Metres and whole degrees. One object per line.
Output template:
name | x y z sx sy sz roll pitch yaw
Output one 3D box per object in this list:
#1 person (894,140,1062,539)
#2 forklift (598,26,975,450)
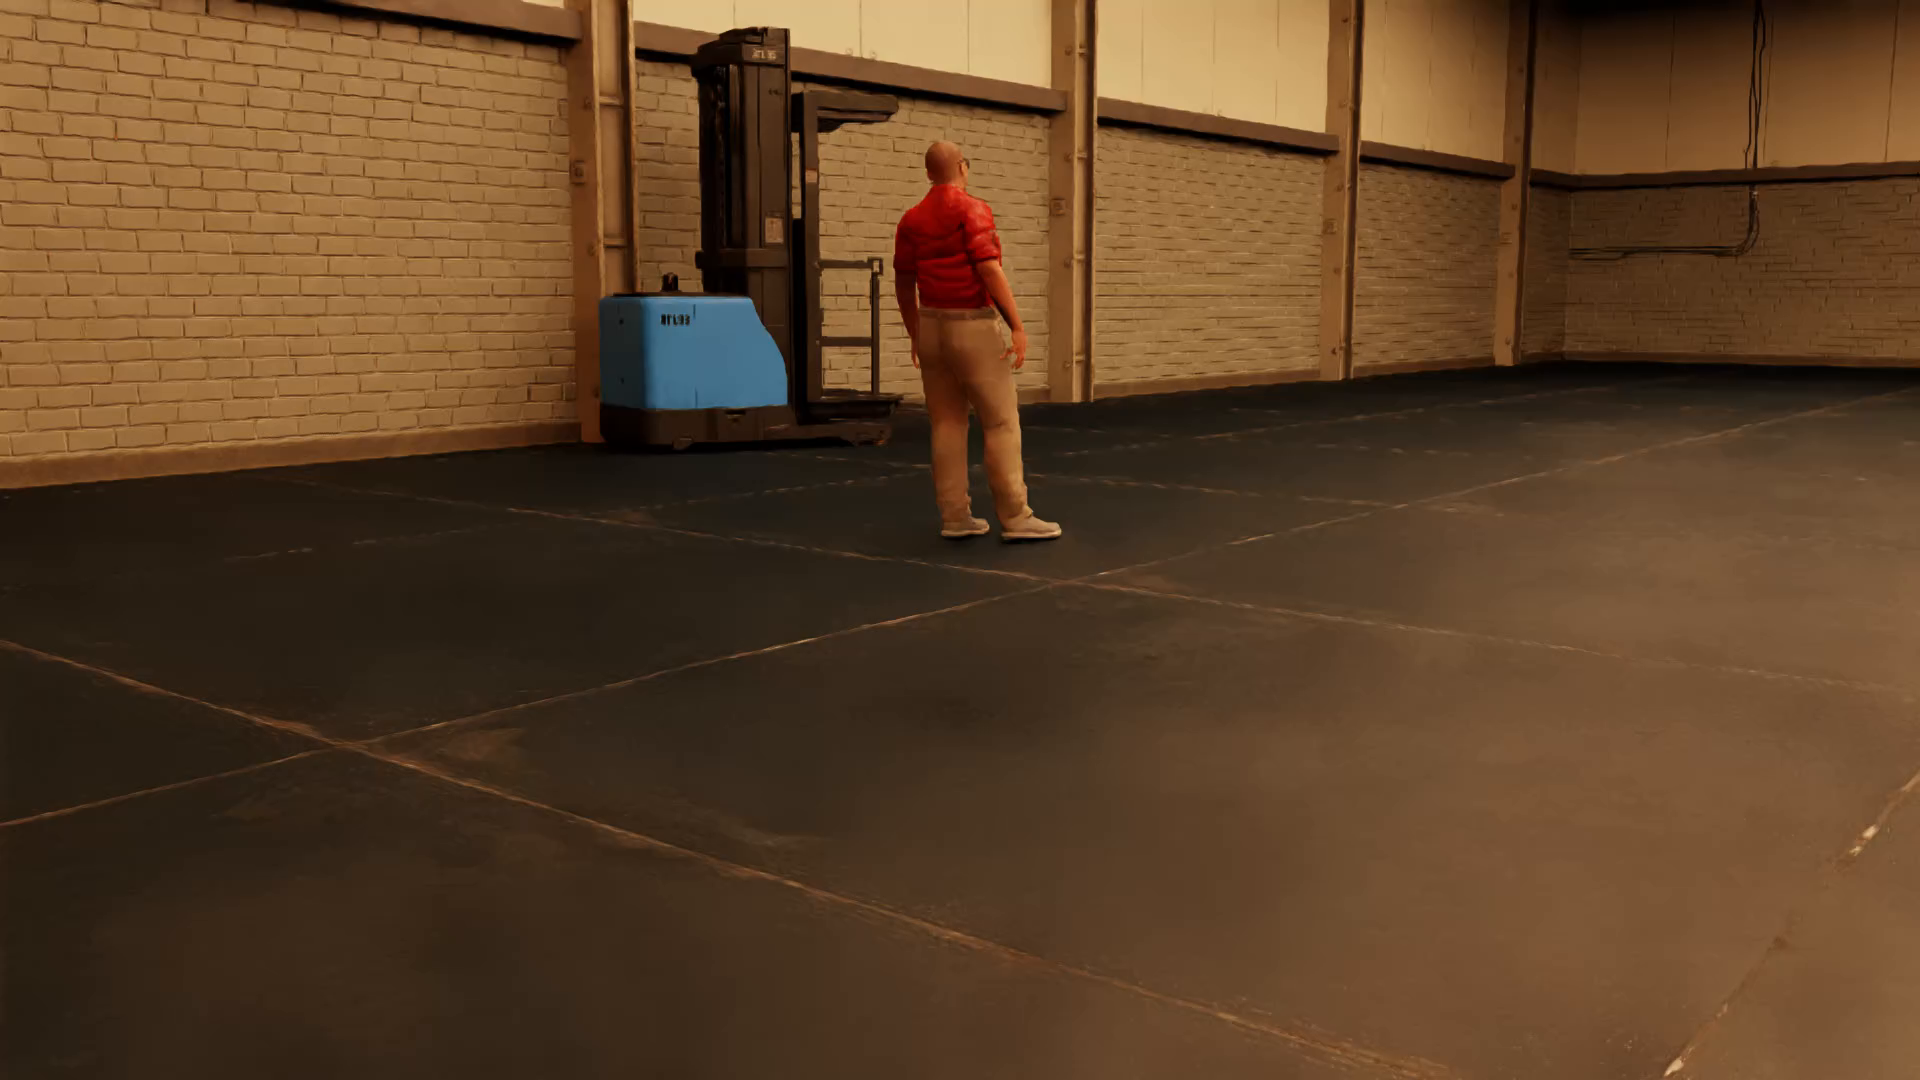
person | 0.066 -0.871 7.340 0.640 1.726 0.550 7 11 38
forklift | -1.100 -2.201 12.325 3.031 2.935 1.130 -5 10 -31
